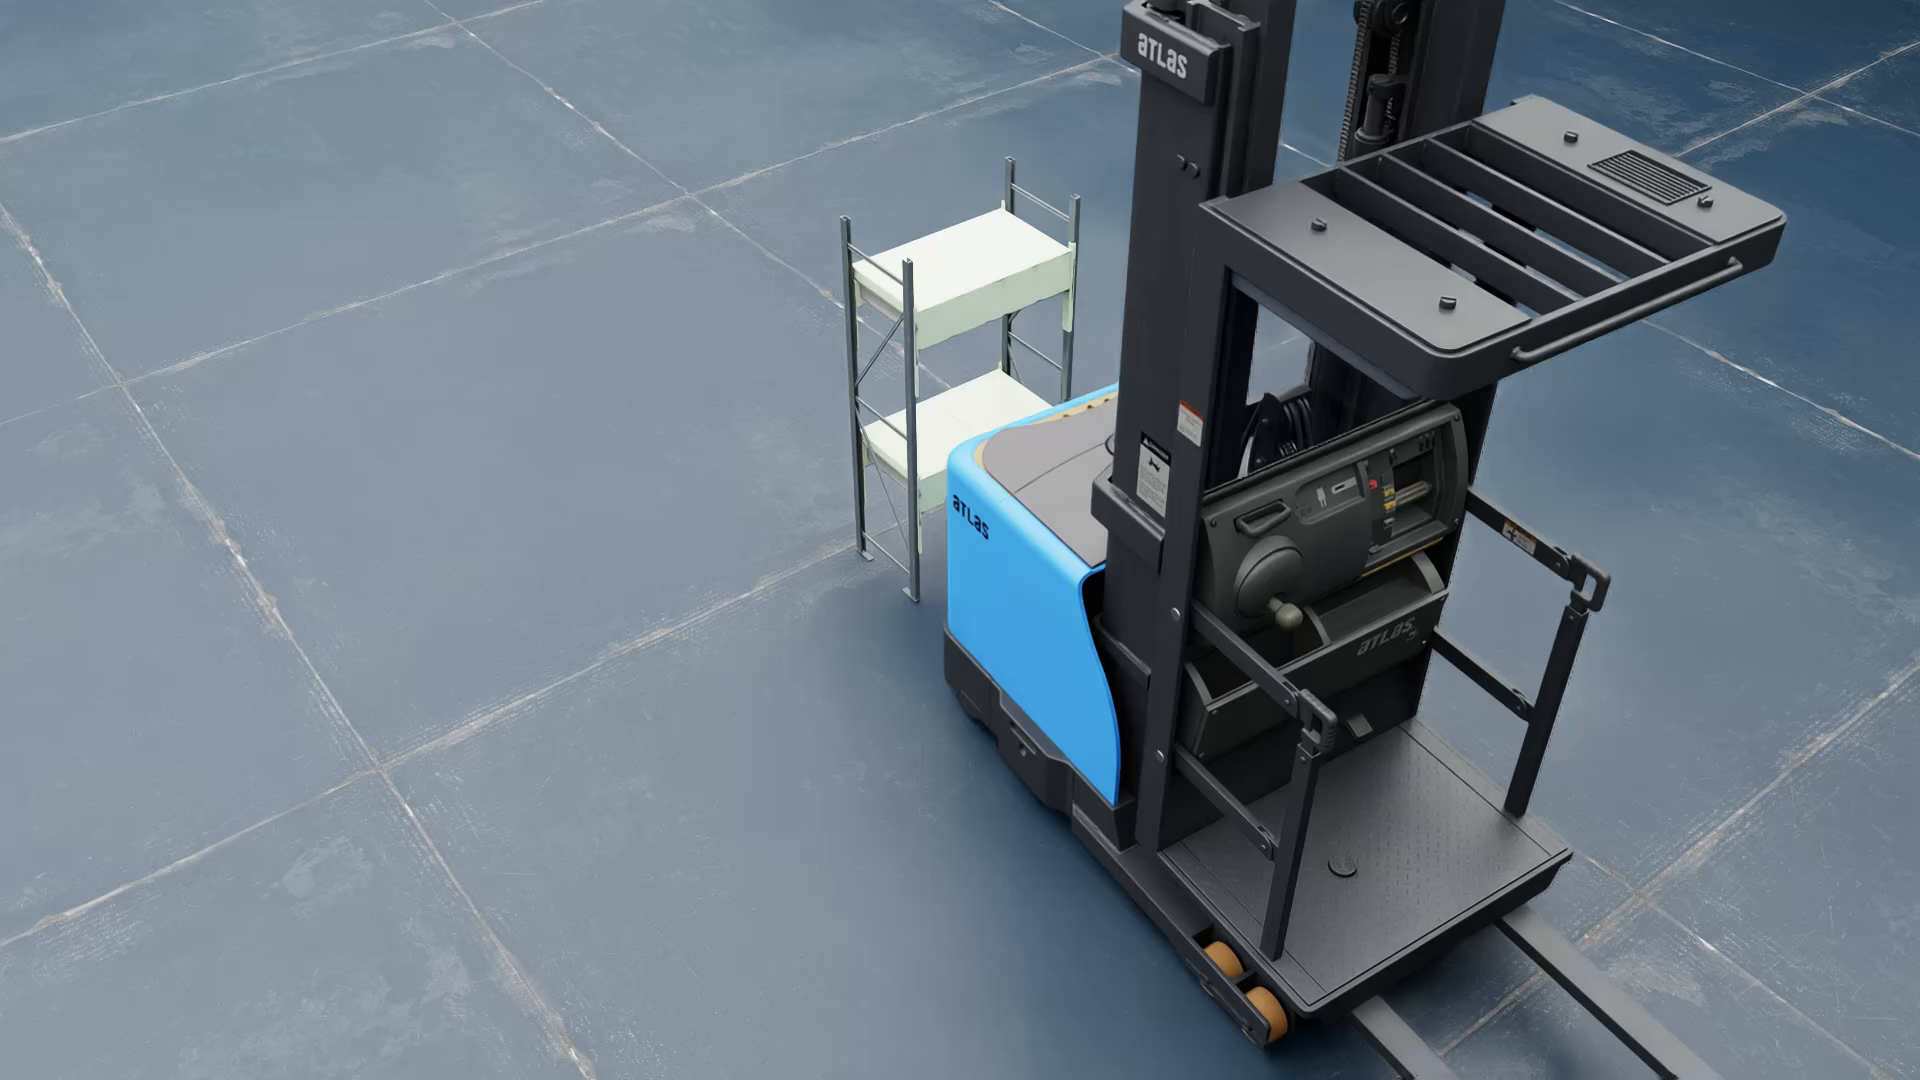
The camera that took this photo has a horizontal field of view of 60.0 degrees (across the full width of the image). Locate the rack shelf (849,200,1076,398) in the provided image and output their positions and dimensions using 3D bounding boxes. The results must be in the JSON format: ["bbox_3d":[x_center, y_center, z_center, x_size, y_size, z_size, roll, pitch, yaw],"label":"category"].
[{"bbox_3d":[0.005,-0.884,6.030,0.720,0.370,0.431,-26,46,-28],"label":"rack shelf"}]

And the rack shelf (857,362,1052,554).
[{"bbox_3d":[0.005,-0.330,6.484,0.720,0.370,0.431,-26,46,-28],"label":"rack shelf"}]

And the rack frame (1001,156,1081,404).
[{"bbox_3d":[0.295,-0.724,6.450,0.023,1.500,0.400,-26,46,-28],"label":"rack frame"}]

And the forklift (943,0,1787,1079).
[{"bbox_3d":[1.159,0.013,4.423,1.130,2.935,3.031,-22,44,-25],"label":"forklift"}]

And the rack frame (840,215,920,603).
[{"bbox_3d":[-0.285,-0.441,6.105,0.023,1.500,0.400,-26,46,-28],"label":"rack frame"}]

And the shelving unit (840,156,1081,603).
[{"bbox_3d":[0.005,-0.582,6.277,0.755,1.500,0.431,-26,46,-28],"label":"shelving unit"}]
